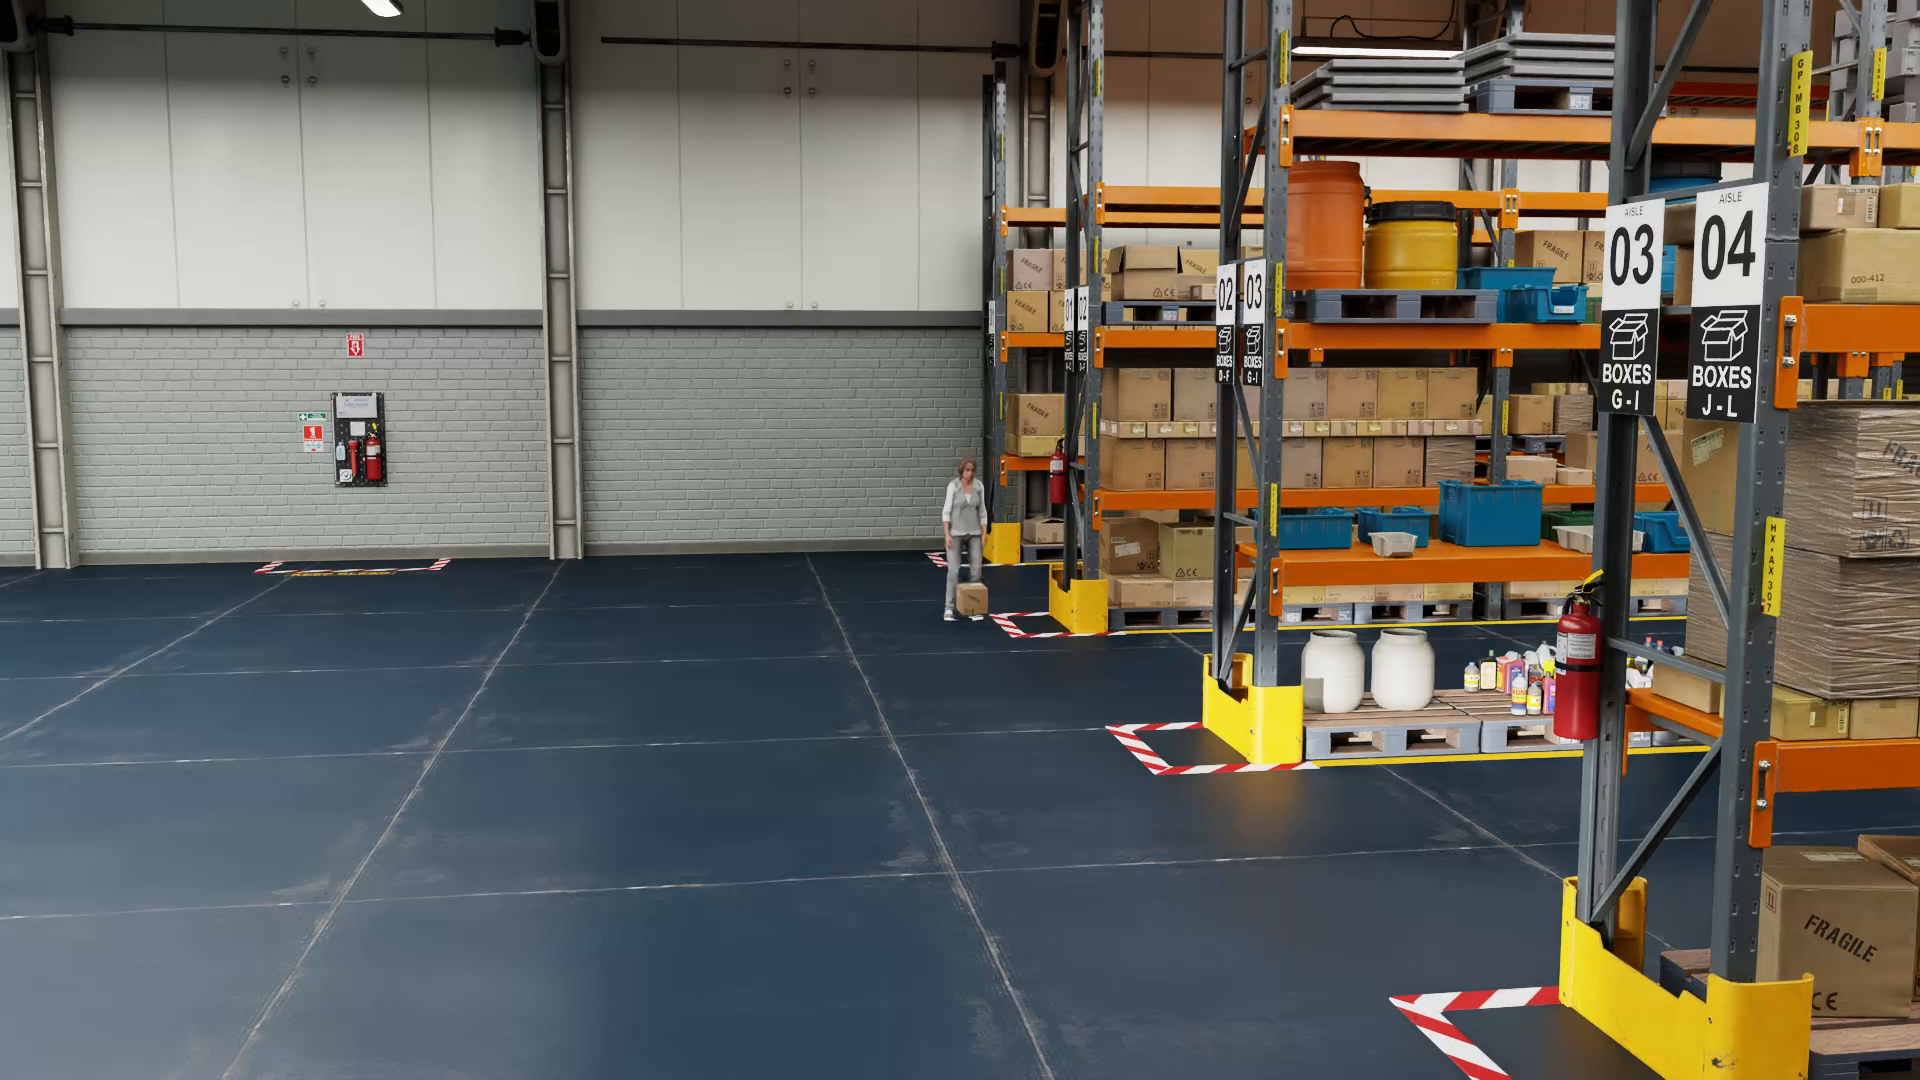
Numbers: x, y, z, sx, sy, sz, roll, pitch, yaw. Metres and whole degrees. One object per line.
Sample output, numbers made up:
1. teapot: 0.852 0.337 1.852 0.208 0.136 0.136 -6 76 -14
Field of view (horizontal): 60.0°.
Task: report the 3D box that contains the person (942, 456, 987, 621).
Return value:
1. person: 0.055 -0.019 16.183 0.458 1.594 0.374 -2 7 -15
